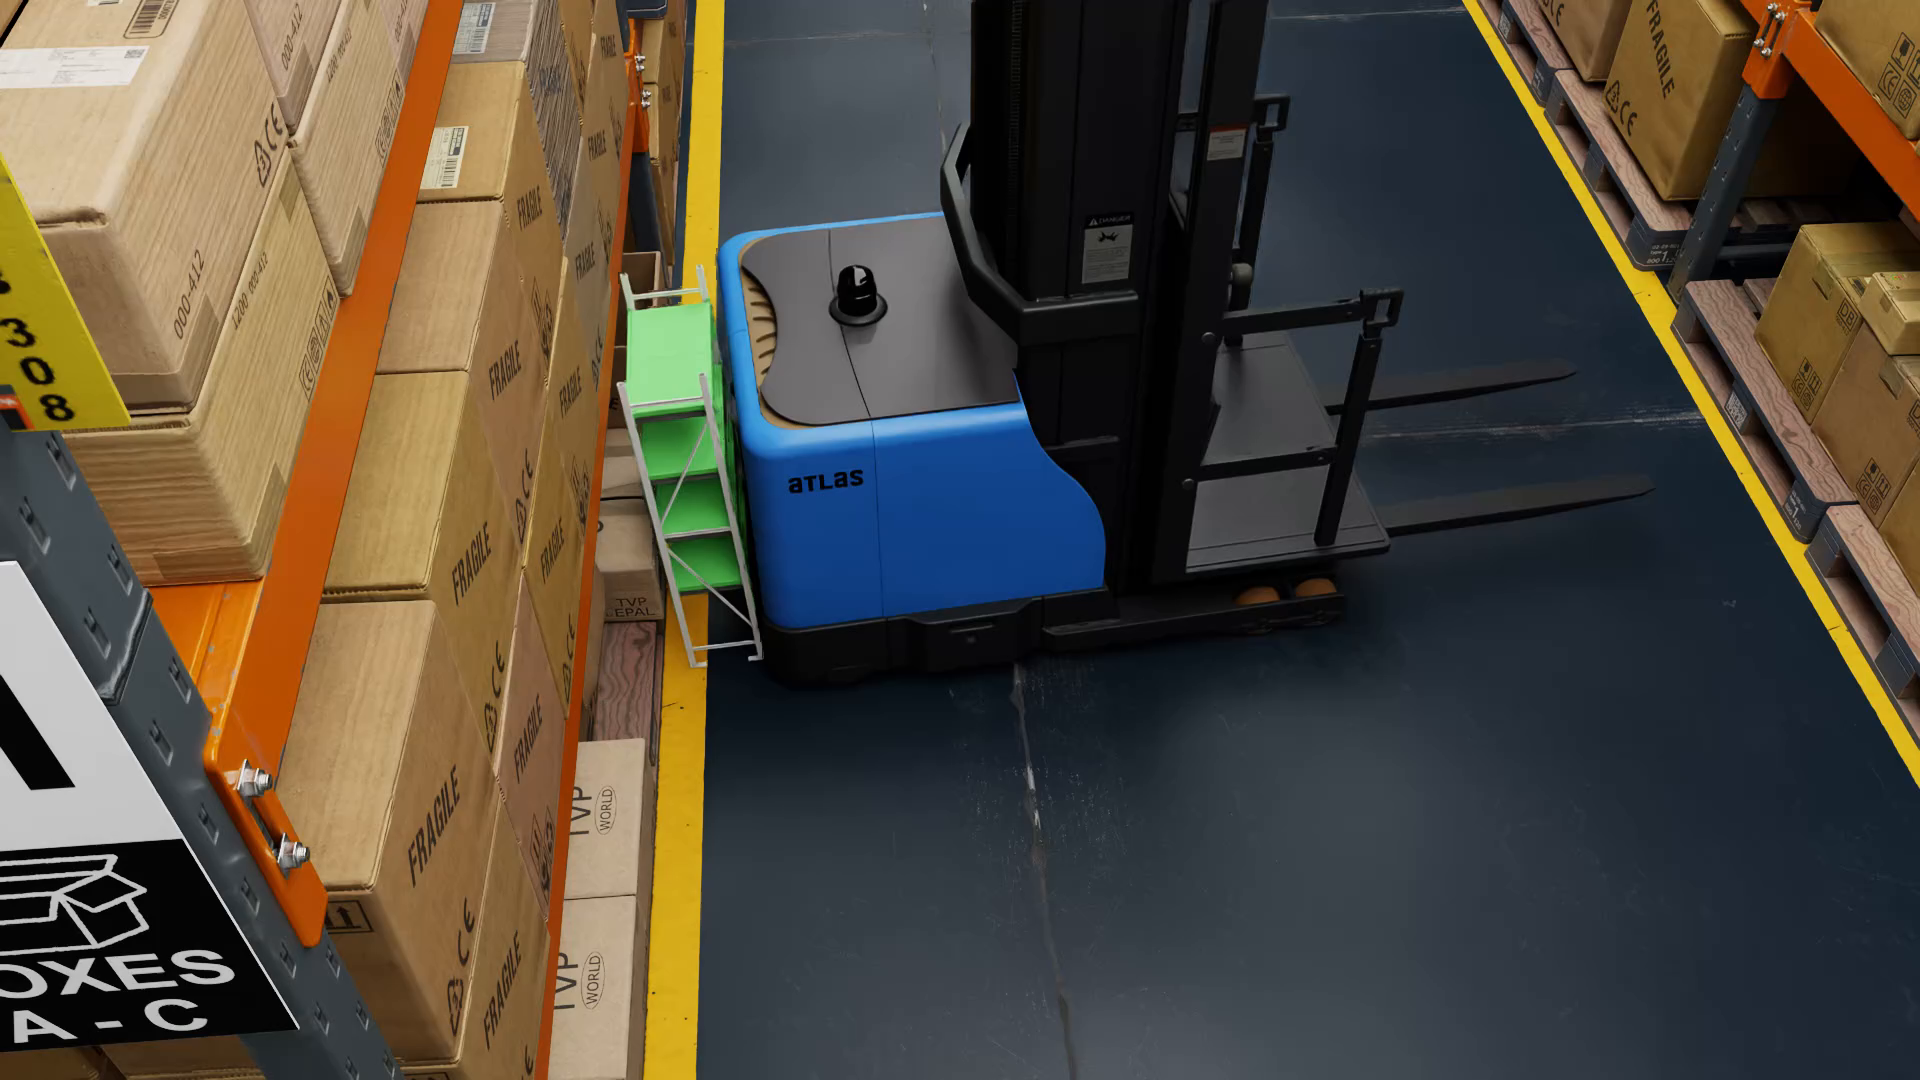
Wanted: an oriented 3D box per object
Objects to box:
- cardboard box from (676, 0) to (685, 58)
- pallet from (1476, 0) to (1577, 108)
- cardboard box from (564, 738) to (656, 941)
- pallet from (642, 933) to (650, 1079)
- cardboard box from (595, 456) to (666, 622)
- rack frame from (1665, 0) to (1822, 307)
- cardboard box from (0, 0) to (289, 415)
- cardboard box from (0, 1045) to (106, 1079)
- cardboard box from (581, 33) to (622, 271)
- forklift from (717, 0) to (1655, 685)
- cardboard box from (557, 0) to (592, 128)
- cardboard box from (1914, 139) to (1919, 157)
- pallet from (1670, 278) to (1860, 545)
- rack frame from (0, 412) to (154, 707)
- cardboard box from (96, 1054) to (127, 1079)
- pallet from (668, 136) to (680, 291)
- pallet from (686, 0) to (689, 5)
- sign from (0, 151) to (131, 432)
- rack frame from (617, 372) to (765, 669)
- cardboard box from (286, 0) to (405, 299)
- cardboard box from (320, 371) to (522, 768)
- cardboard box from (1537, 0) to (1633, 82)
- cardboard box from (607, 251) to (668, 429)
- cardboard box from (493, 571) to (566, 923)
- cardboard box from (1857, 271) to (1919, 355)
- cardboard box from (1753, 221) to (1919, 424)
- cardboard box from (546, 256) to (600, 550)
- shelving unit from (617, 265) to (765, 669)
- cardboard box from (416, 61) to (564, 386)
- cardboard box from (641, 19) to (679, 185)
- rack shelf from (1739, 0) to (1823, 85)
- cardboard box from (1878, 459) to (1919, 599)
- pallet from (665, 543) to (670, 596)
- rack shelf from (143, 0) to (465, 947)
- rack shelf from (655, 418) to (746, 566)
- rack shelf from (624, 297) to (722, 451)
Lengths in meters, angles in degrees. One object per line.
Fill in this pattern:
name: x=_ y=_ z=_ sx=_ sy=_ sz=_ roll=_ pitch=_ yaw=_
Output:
cardboard box: x=-1.516 y=-2.500 z=7.471 sx=0.500 sy=0.500 sz=0.500 roll=-5 pitch=47 yaw=-5
pallet: x=3.104 y=-2.514 z=7.986 sx=1.003 sy=0.211 sz=1.213 roll=-3 pitch=47 yaw=-3
cardboard box: x=-1.098 y=0.823 z=4.495 sx=0.500 sy=0.250 sz=0.500 roll=-3 pitch=47 yaw=-3
pallet: x=-1.326 y=1.491 z=4.193 sx=1.003 sy=0.211 sz=1.213 roll=-3 pitch=47 yaw=-3
cardboard box: x=-1.193 y=-0.020 z=5.252 sx=0.500 sy=0.311 sz=0.500 roll=-3 pitch=47 yaw=-3
rack frame: x=3.349 y=-2.034 z=5.611 sx=1.000 sy=3.000 sz=0.127 roll=-3 pitch=47 yaw=-3
cardboard box: x=-1.035 y=-0.376 z=1.733 sx=0.500 sy=0.250 sz=0.500 roll=-3 pitch=47 yaw=-3
cardboard box: x=-1.563 y=0.480 z=2.472 sx=0.500 sy=0.500 sz=0.500 roll=-4 pitch=47 yaw=-4
cardboard box: x=-1.245 y=-1.046 z=4.606 sx=0.500 sy=0.500 sz=0.500 roll=-2 pitch=47 yaw=-2
forklift: x=0.799 y=-1.071 z=4.746 sx=3.031 sy=2.935 sz=1.130 roll=-8 pitch=47 yaw=-7
cardboard box: x=-1.241 y=-1.388 z=4.241 sx=0.500 sy=0.500 sz=0.500 roll=-4 pitch=47 yaw=-4
cardboard box: x=3.434 y=-1.216 z=4.629 sx=0.980 sy=0.700 sz=0.700 roll=-5 pitch=47 yaw=-4
pallet: x=3.335 y=-0.521 z=6.098 sx=1.003 sy=0.211 sz=1.213 roll=-3 pitch=47 yaw=-3
rack frame: x=-1.252 y=-0.899 z=0.404 sx=1.000 sy=3.000 sz=0.127 roll=-3 pitch=47 yaw=-3
cardboard box: x=-1.561 y=0.822 z=2.837 sx=0.500 sy=0.500 sz=0.500 roll=-2 pitch=47 yaw=-2
pallet: x=-1.692 y=-1.358 z=6.891 sx=1.003 sy=0.211 sz=1.213 roll=-3 pitch=47 yaw=-3
pallet: x=-1.897 y=-3.123 z=8.563 sx=1.003 sy=0.211 sz=1.213 roll=-3 pitch=47 yaw=-3
sign: x=-0.711 y=-0.202 z=1.207 sx=0.100 sy=0.325 sz=0.005 roll=-3 pitch=47 yaw=-3
rack frame: x=-0.778 y=-0.020 z=4.929 sx=0.240 sy=1.200 sz=0.015 roll=-7 pitch=46 yaw=-3
cardboard box: x=-1.070 y=-0.566 z=2.258 sx=0.500 sy=0.250 sz=0.500 roll=-3 pitch=47 yaw=-3
cardboard box: x=-1.078 y=0.070 z=2.860 sx=0.500 sy=0.500 sz=0.500 roll=-3 pitch=47 yaw=-3
cardboard box: x=3.088 y=-2.545 z=7.286 sx=0.750 sy=0.750 sz=0.750 roll=-2 pitch=47 yaw=-2
cardboard box: x=-1.256 y=-0.627 z=5.697 sx=0.500 sy=0.500 sz=0.500 roll=-3 pitch=47 yaw=-3
cardboard box: x=-1.075 y=0.419 z=3.218 sx=0.500 sy=0.500 sz=0.500 roll=-4 pitch=47 yaw=-4
cardboard box: x=3.157 y=-0.736 z=5.367 sx=0.380 sy=0.149 sz=0.250 roll=-2 pitch=47 yaw=-2
cardboard box: x=3.310 y=-0.772 z=5.848 sx=0.700 sy=0.500 sz=0.500 roll=-3 pitch=47 yaw=-3
cardboard box: x=-1.154 y=-0.306 z=3.905 sx=0.500 sy=0.500 sz=0.500 roll=-3 pitch=47 yaw=-3
shelving unit: x=-0.808 y=-0.194 z=5.097 sx=0.258 sy=1.200 sz=0.503 roll=-7 pitch=46 yaw=-3
cardboard box: x=-1.158 y=-0.659 z=3.551 sx=0.500 sy=0.500 sz=0.500 roll=-4 pitch=47 yaw=-4
cardboard box: x=-1.440 y=-1.772 z=6.781 sx=0.500 sy=0.500 sz=0.500 roll=-3 pitch=47 yaw=-3
rack shelf: x=3.182 y=-3.234 z=7.242 sx=1.077 sy=0.370 sz=4.000 roll=-3 pitch=47 yaw=-3
cardboard box: x=3.389 y=-0.037 z=5.151 sx=0.700 sy=0.500 sz=0.500 roll=-3 pitch=47 yaw=-2
pallet: x=-1.530 y=-0.275 z=5.865 sx=1.003 sy=0.211 sz=1.213 roll=-3 pitch=47 yaw=-3
rack shelf: x=-1.419 y=-1.068 z=3.125 sx=1.077 sy=0.370 sz=4.000 roll=-3 pitch=47 yaw=-3
rack shelf: x=-0.805 y=-0.150 z=5.143 sx=0.258 sy=0.148 sz=0.480 roll=-7 pitch=46 yaw=-3
rack shelf: x=-0.828 y=-0.482 z=4.797 sx=0.258 sy=0.148 sz=0.480 roll=-7 pitch=46 yaw=-3
